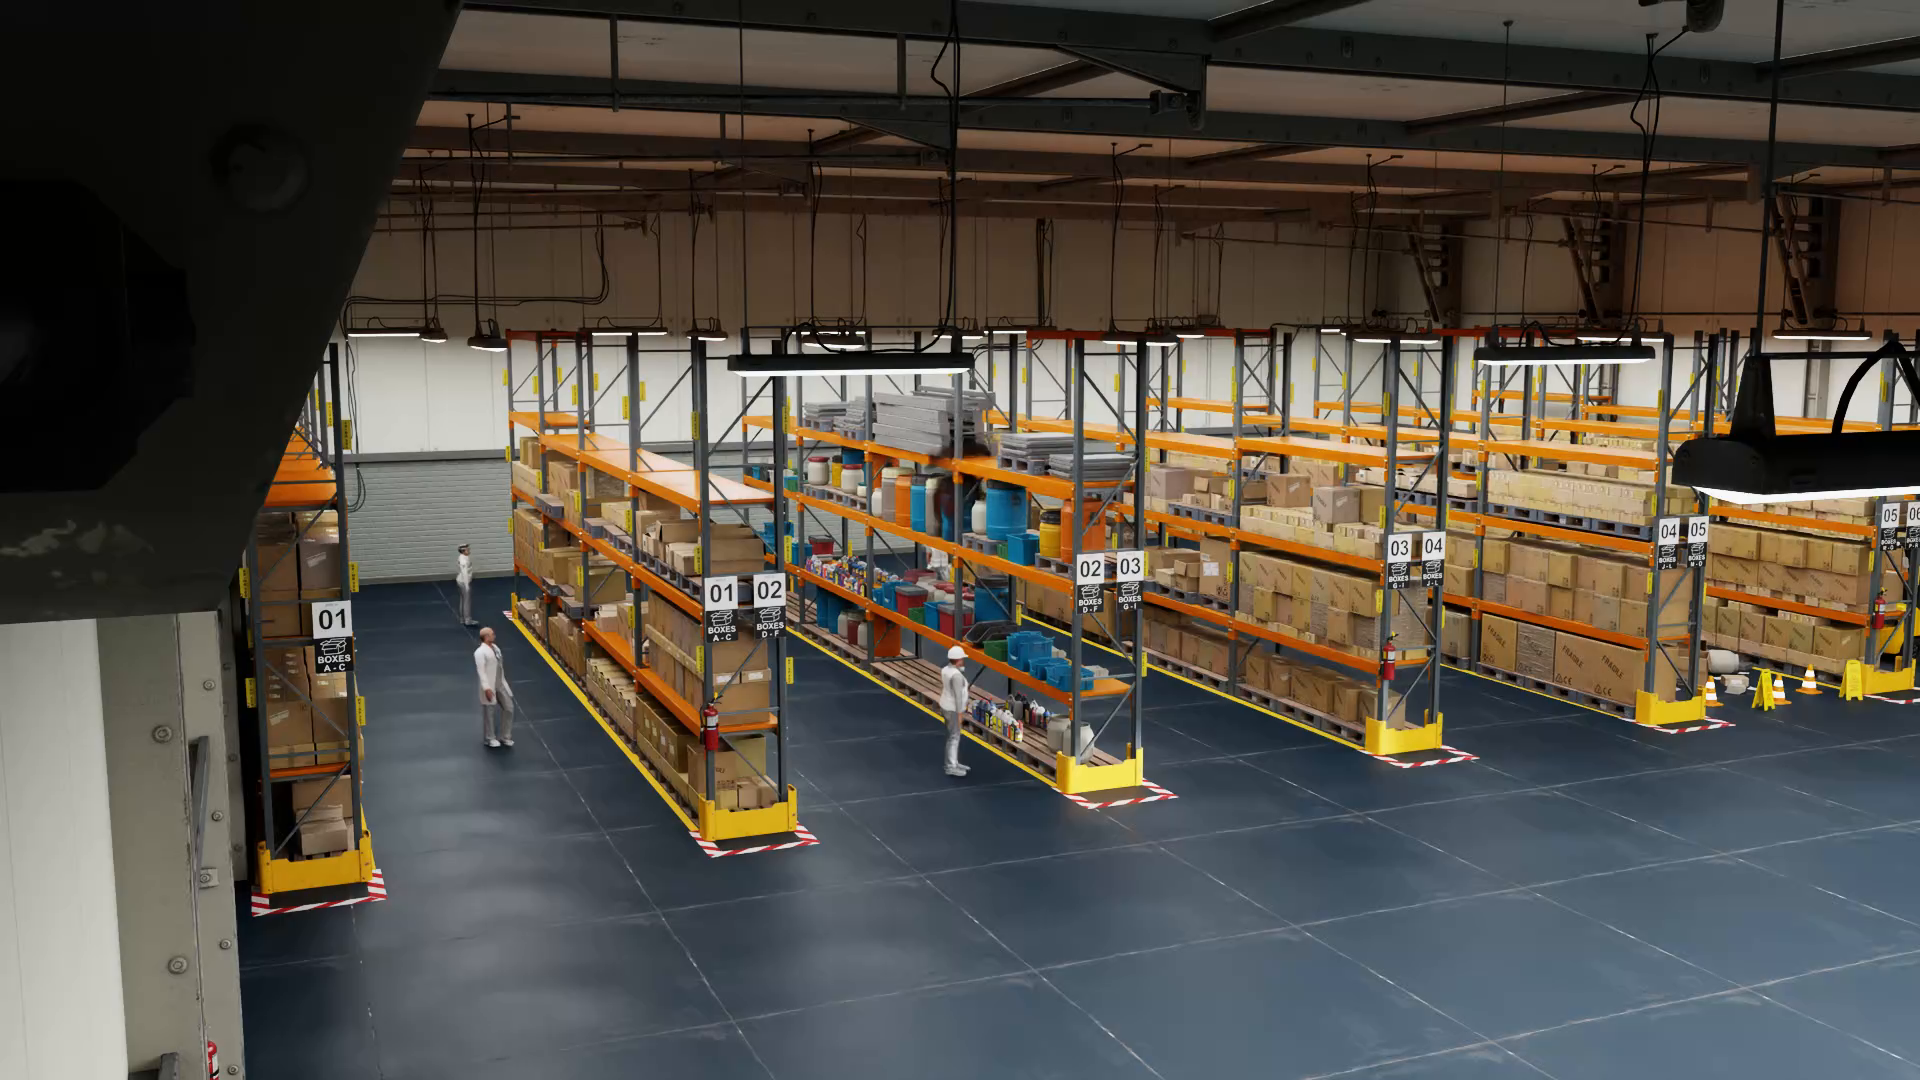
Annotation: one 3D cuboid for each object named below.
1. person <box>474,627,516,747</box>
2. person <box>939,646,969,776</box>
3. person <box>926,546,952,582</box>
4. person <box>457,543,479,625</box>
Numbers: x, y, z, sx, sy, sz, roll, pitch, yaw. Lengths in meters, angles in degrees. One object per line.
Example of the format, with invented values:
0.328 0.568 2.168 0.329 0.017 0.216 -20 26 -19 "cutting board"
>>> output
-6.844 2.172 24.370 0.529 1.804 0.599 6 10 36 "person"
-0.064 2.340 22.916 0.399 1.788 0.553 -2 8 -16 "person"
-0.434 0.568 35.922 0.630 1.744 0.992 -3 8 -23 "person"
-10.040 0.893 33.864 0.389 1.671 0.543 -3 8 -22 "person"
